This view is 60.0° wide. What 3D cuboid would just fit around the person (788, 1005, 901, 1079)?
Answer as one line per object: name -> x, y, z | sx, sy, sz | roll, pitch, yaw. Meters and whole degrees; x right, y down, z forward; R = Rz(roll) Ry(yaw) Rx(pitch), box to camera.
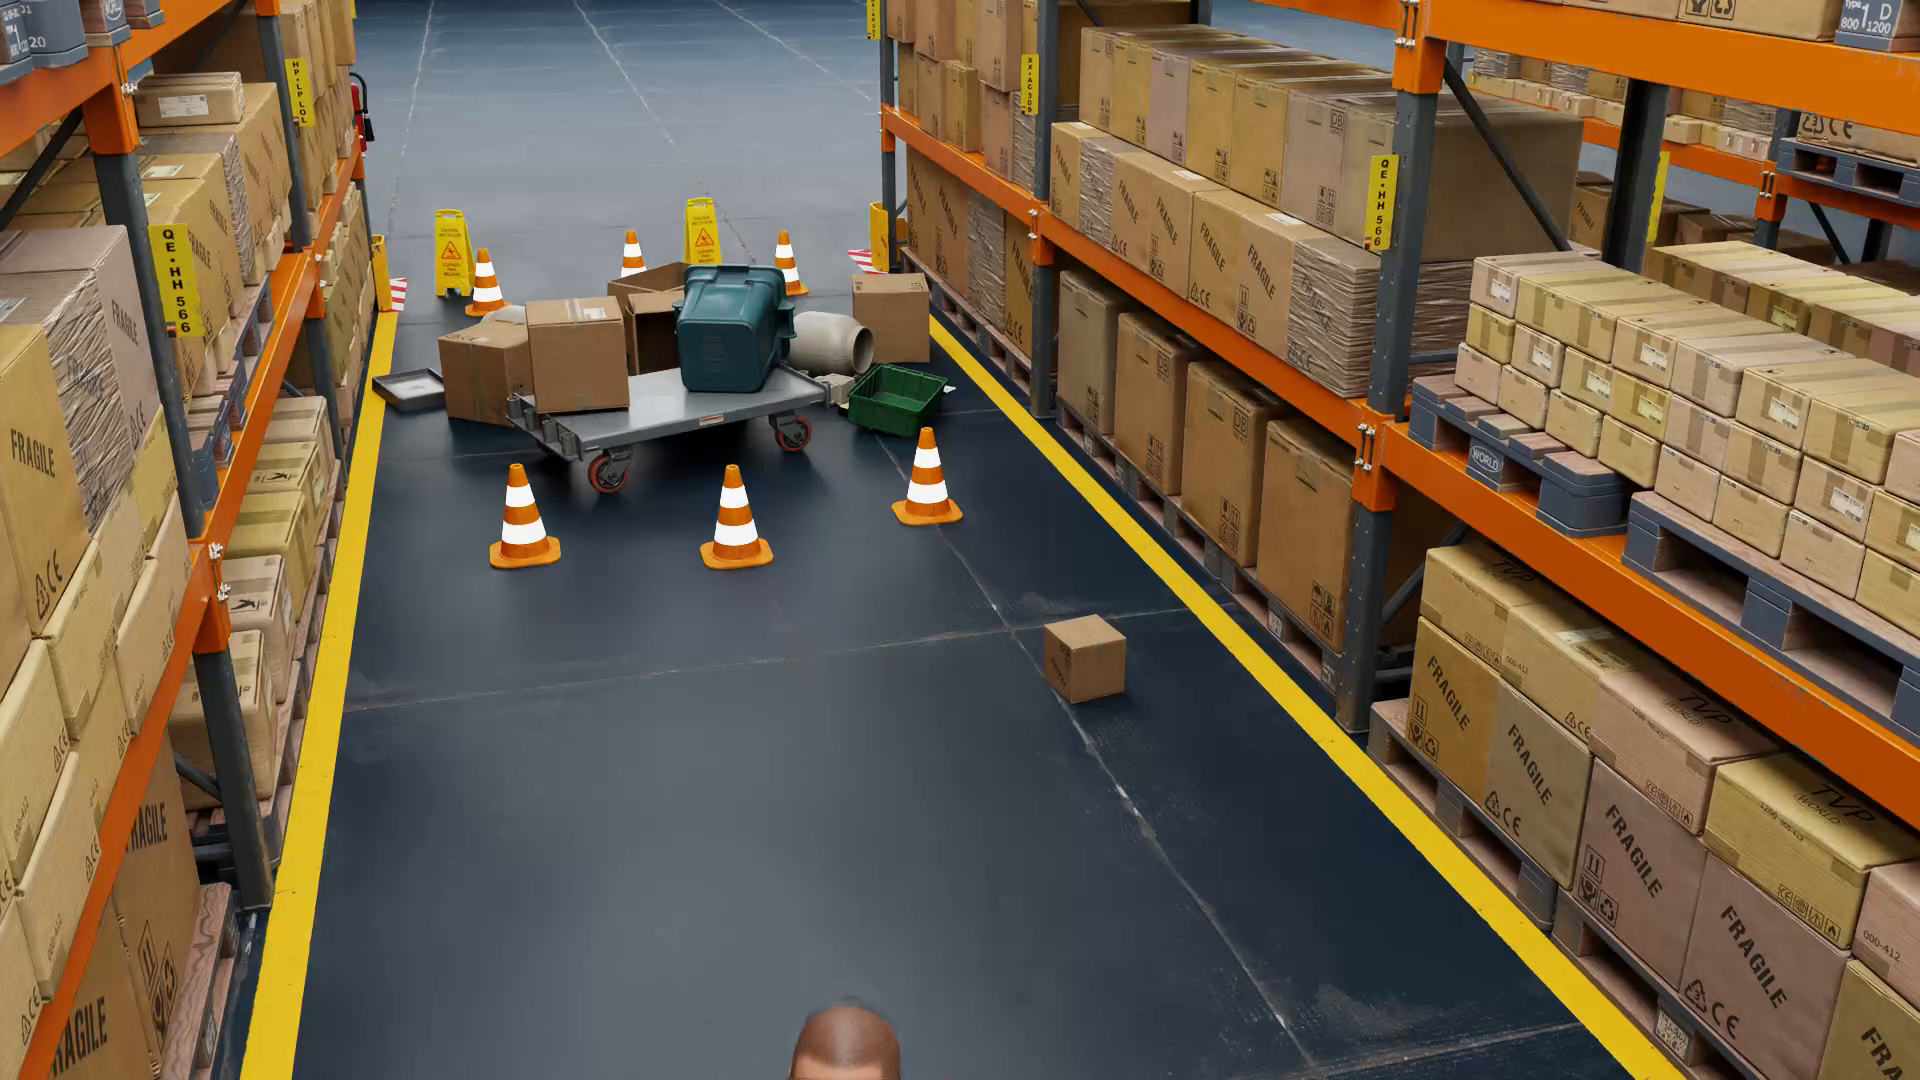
person -> -0.200, 1.466, 2.624 | 0.541, 1.677, 1.012 | 2, 23, 5
